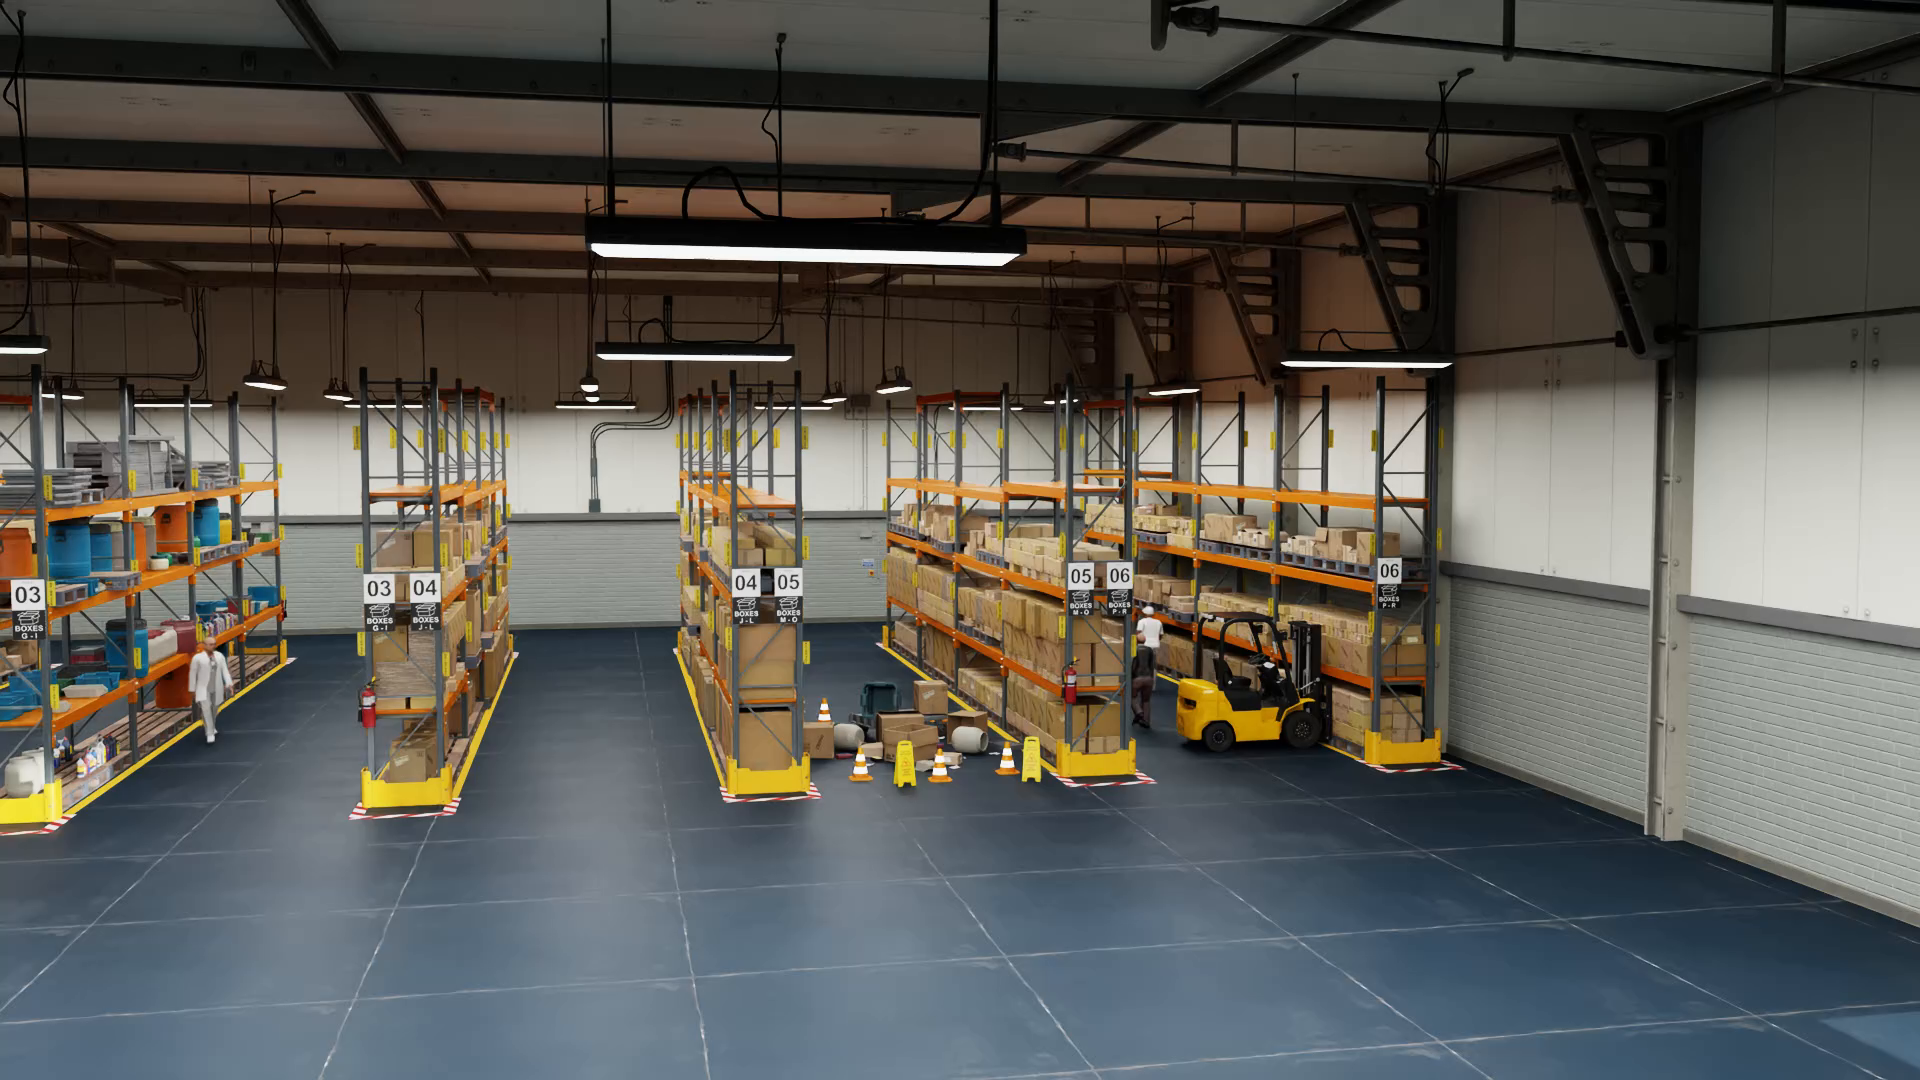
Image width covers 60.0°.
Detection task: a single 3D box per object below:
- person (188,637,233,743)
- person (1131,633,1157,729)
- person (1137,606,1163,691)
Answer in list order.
[{"bbox_3d":[-12.478,2.470,27.680,0.676,1.713,1.198,-3,4,-37],"label":"person"},{"bbox_3d":[3.175,2.459,29.228,0.627,1.620,0.754,-1,3,-11],"label":"person"},{"bbox_3d":[3.804,2.178,33.598,0.674,1.664,0.772,-1,3,-10],"label":"person"}]
